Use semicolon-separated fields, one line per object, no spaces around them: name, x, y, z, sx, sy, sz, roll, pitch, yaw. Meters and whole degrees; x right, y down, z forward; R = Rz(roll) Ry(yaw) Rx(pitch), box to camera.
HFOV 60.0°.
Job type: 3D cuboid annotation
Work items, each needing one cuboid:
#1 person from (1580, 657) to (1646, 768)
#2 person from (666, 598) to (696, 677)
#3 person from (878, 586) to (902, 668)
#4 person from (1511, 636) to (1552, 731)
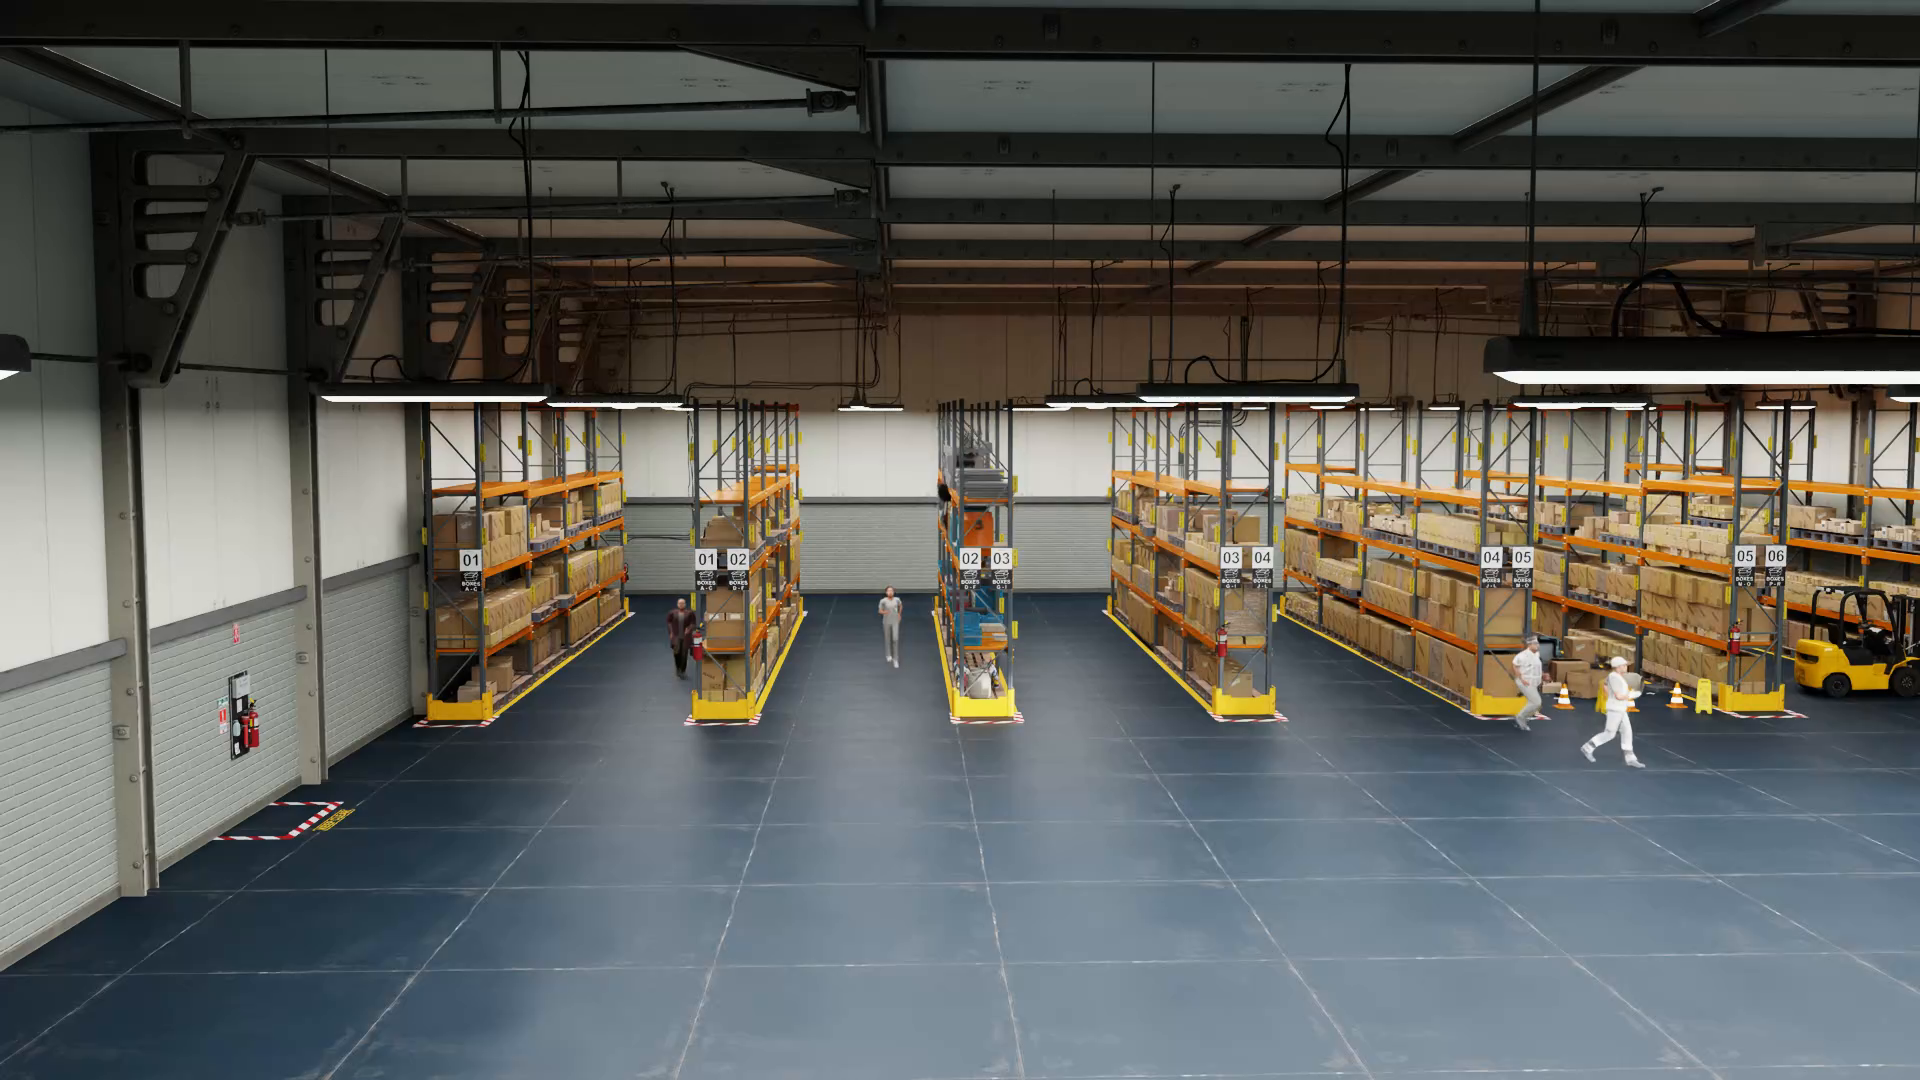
person;10.560;2.759;26.826;0.999;1.772;0.664;2;5;29
person;-6.027;2.118;35.965;0.627;1.723;0.760;-1;4;-11
person;-1.508;1.861;36.118;0.551;1.755;0.748;-1;4;-8
person;10.281;2.580;29.954;0.607;1.740;0.674;-4;6;-42
